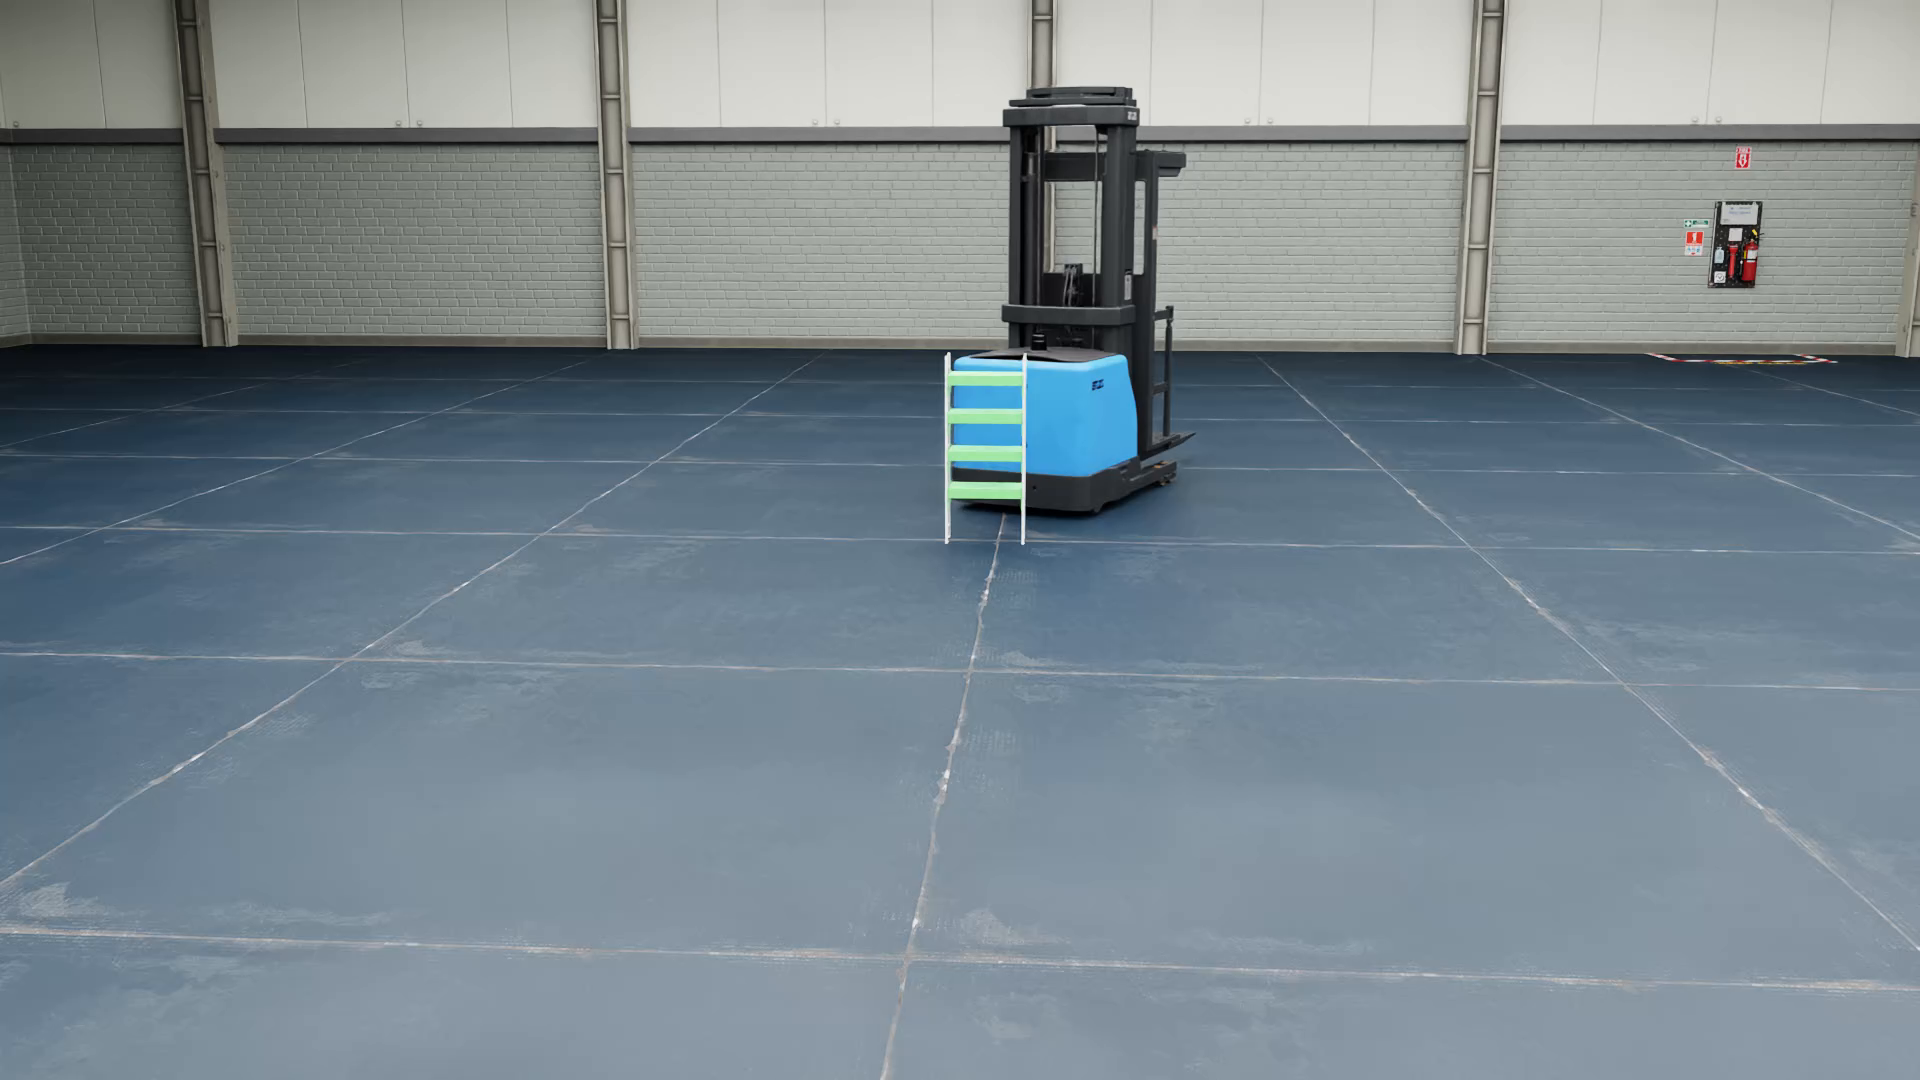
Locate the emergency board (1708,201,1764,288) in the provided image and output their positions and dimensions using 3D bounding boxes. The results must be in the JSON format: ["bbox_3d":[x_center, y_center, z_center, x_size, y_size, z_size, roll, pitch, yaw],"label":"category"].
[{"bbox_3d":[10.638,-4.034,22.726,0.643,1.169,0.194,1,12,4],"label":"emergency board"}]

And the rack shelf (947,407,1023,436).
[{"bbox_3d":[0.165,-0.757,10.598,0.480,0.148,0.258,1,12,4],"label":"rack shelf"}]

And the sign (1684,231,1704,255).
[{"bbox_3d":[10.093,-4.080,22.859,0.234,0.329,0.001,1,12,4],"label":"sign"}]

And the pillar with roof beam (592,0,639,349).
[{"bbox_3d":[-5.147,-6.295,18.886,0.400,9.000,9.100,1,12,4],"label":"pillar with roof beam"}]

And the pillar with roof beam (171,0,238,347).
[{"bbox_3d":[-11.133,-6.378,19.278,0.400,9.000,9.100,1,12,4],"label":"pillar with roof beam"}]

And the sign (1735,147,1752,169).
[{"bbox_3d":[10.636,-5.189,22.586,0.199,0.298,0.001,1,12,4],"label":"sign"}]

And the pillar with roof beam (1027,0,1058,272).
[{"bbox_3d":[0.840,-6.213,18.493,0.400,9.000,9.100,1,12,4],"label":"pillar with roof beam"}]

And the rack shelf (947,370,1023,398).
[{"bbox_3d":[0.165,-0.992,10.549,0.480,0.148,0.258,1,12,4],"label":"rack shelf"}]

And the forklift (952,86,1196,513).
[{"bbox_3d":[1.033,-1.878,12.585,1.130,2.935,3.031,6,13,25],"label":"forklift"}]

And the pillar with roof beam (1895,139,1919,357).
[{"bbox_3d":[12.813,-6.049,17.708,0.400,9.000,9.100,1,12,4],"label":"pillar with roof beam"}]

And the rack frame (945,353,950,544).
[{"bbox_3d":[-0.078,-0.588,10.650,0.015,1.200,0.240,1,12,4],"label":"rack frame"}]

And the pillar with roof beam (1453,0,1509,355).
[{"bbox_3d":[6.827,-6.131,18.101,0.400,9.000,9.100,1,12,4],"label":"pillar with roof beam"}]

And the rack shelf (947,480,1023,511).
[{"bbox_3d":[0.165,-0.288,10.697,0.480,0.148,0.258,1,12,4],"label":"rack shelf"}]

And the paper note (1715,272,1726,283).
[{"bbox_3d":[10.466,-3.619,22.895,0.142,0.148,0.016,1,12,4],"label":"paper note"}]

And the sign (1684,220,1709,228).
[{"bbox_3d":[10.097,-4.337,22.796,0.331,0.109,0.001,1,12,4],"label":"sign"}]

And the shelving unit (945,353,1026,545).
[{"bbox_3d":[0.165,-0.585,10.634,0.503,1.200,0.258,1,12,4],"label":"shelving unit"}]

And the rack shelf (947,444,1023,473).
[{"bbox_3d":[0.165,-0.522,10.647,0.480,0.148,0.258,1,12,4],"label":"rack shelf"}]

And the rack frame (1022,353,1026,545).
[{"bbox_3d":[0.409,-0.582,10.618,0.015,1.200,0.240,1,12,4],"label":"rack frame"}]
